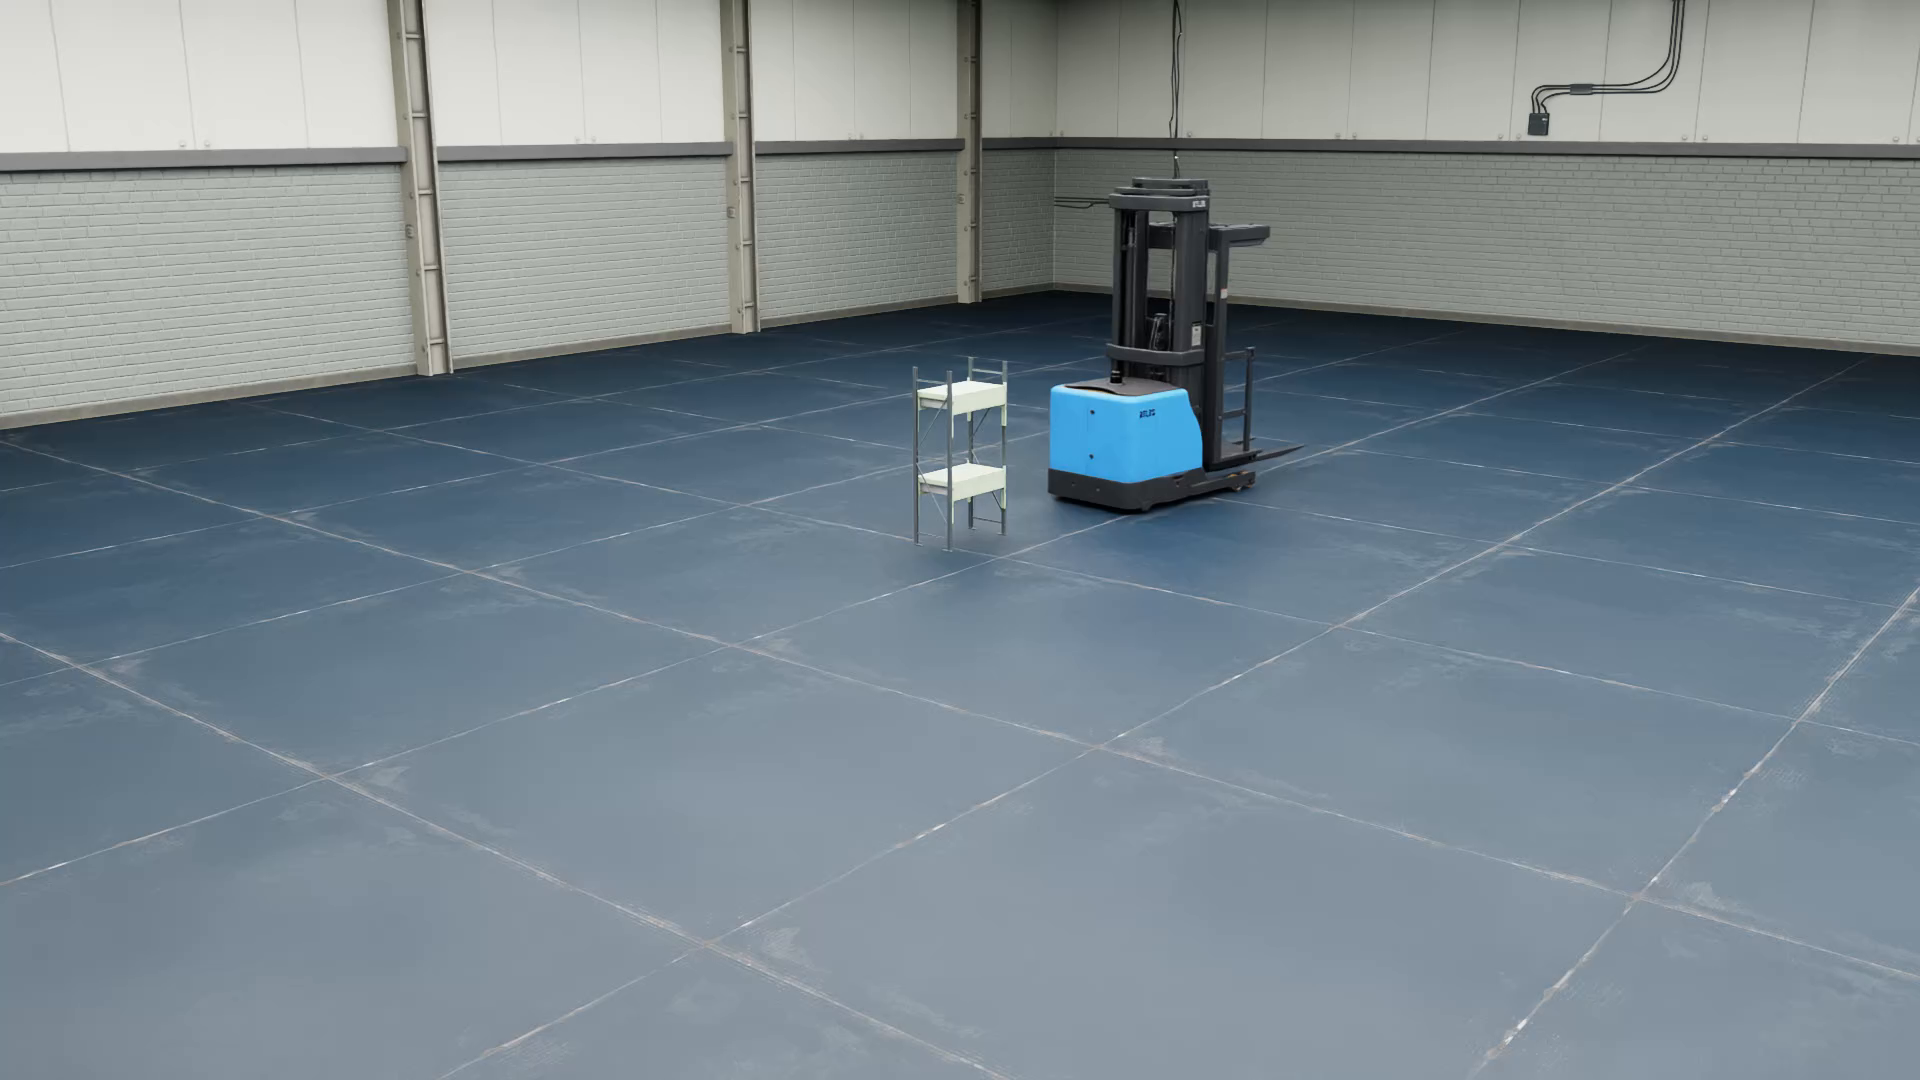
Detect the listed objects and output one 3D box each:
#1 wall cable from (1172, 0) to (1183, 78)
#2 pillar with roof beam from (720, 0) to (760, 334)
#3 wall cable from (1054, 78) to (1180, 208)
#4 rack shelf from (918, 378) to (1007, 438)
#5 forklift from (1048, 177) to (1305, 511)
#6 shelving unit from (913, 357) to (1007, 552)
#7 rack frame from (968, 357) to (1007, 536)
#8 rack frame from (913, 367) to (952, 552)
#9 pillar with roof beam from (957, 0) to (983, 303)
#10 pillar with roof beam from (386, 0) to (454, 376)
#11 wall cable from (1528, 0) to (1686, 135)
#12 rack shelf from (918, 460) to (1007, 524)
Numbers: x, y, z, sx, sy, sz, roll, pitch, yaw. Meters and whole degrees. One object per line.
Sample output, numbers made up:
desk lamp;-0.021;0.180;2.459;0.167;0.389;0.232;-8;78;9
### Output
wall cable;5.165;-9.880;30.788;3.097;2.526;0.112;11;18;38
pillar with roof beam;-0.242;-7.181;24.115;9.100;9.000;0.400;11;18;38
wall cable;3.061;-7.851;33.058;3.097;2.526;0.112;11;18;38
rack shelf;0.004;-1.106;13.847;0.431;0.370;0.720;11;18;38
forklift;2.224;-1.969;15.921;3.031;2.935;1.130;-14;20;-43
shelving unit;0.004;-0.728;13.943;0.431;1.500;0.755;11;18;38
rack frame;0.234;-0.798;14.219;0.400;1.500;0.023;11;18;38
rack frame;-0.226;-0.658;13.667;0.400;1.500;0.023;11;18;38
pillar with roof beam;3.529;-8.330;28.638;9.100;9.000;0.400;11;18;38
pillar with roof beam;-4.013;-6.032;19.592;9.100;9.000;0.400;11;18;38
wall cable;10.435;-9.532;26.462;2.305;6.003;0.169;11;18;38
rack shelf;0.004;-0.412;14.024;0.431;0.370;0.720;11;18;38
